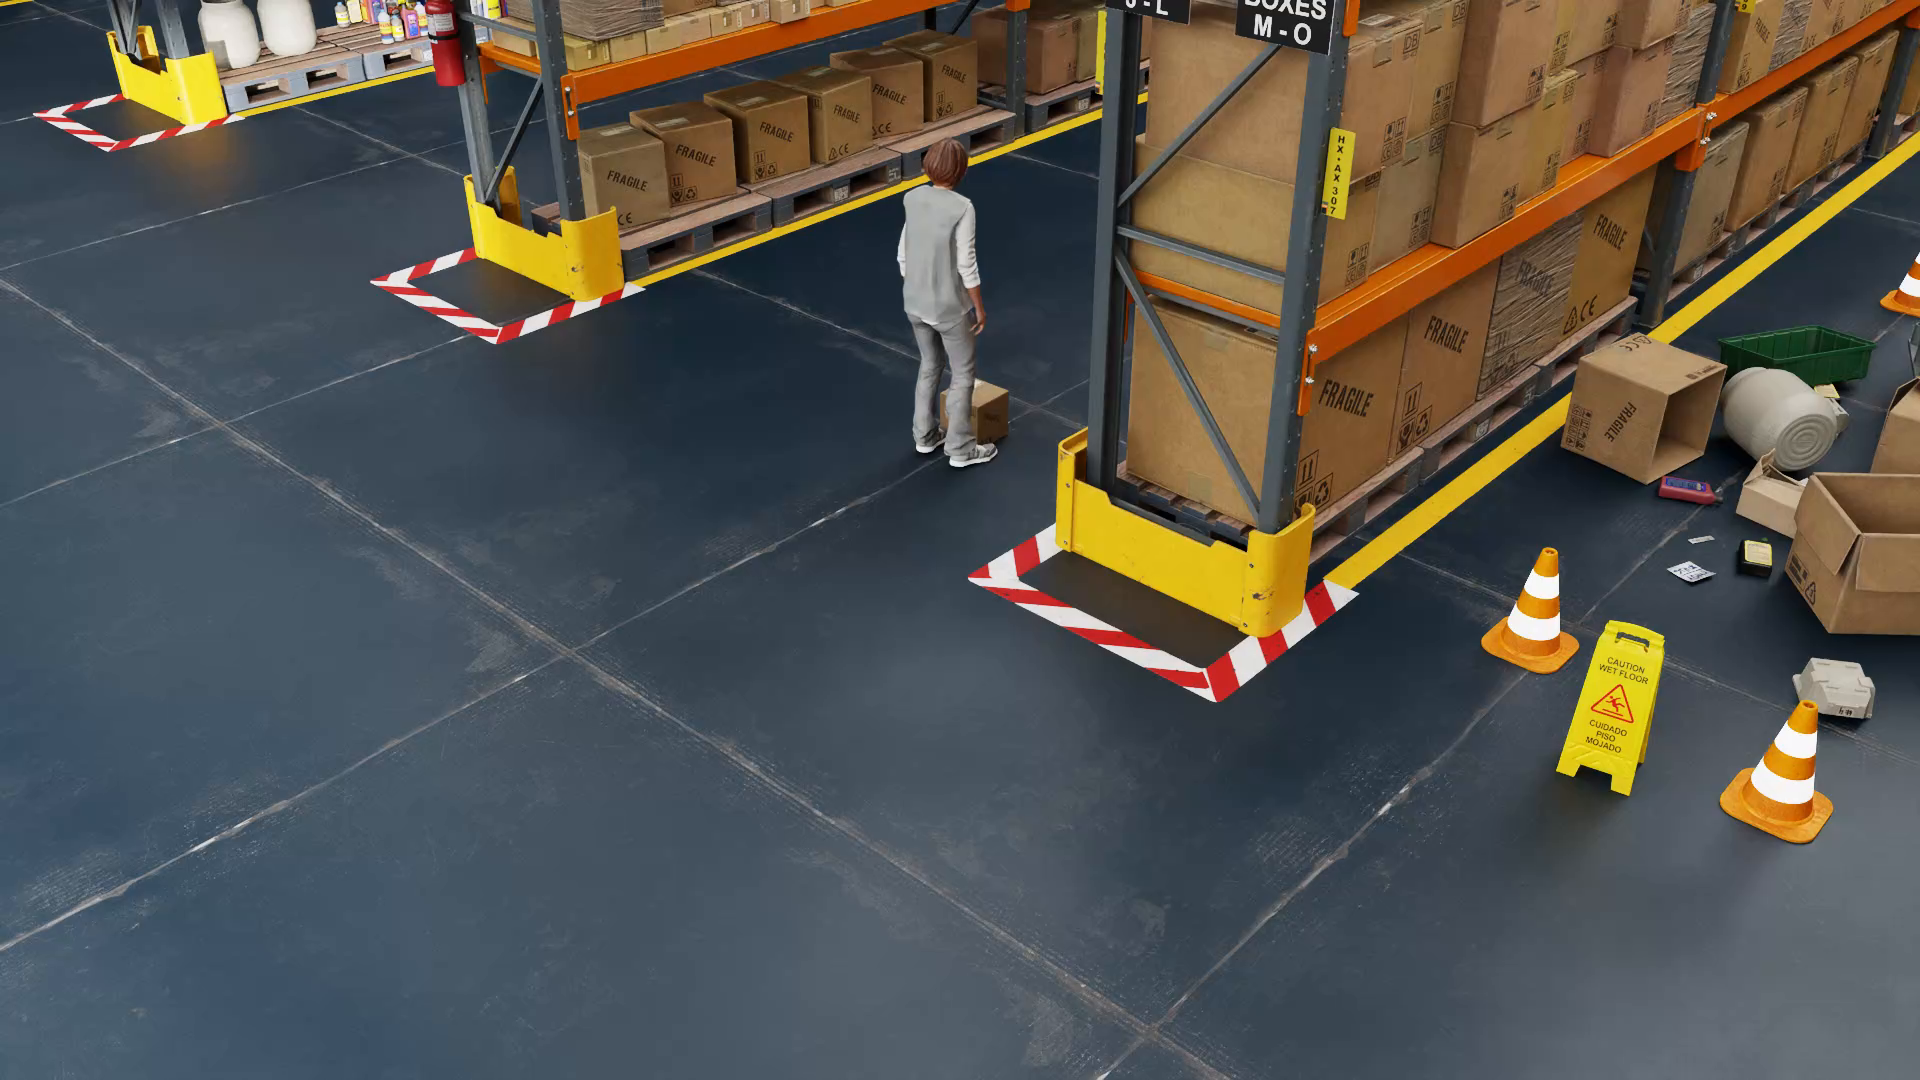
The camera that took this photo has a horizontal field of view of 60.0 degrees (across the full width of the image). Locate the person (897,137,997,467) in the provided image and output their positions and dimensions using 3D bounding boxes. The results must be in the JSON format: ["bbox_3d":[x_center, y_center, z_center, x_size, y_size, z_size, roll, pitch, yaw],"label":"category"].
[{"bbox_3d":[-0.082,-1.119,7.953,0.485,1.593,0.344,23,38,32],"label":"person"}]
